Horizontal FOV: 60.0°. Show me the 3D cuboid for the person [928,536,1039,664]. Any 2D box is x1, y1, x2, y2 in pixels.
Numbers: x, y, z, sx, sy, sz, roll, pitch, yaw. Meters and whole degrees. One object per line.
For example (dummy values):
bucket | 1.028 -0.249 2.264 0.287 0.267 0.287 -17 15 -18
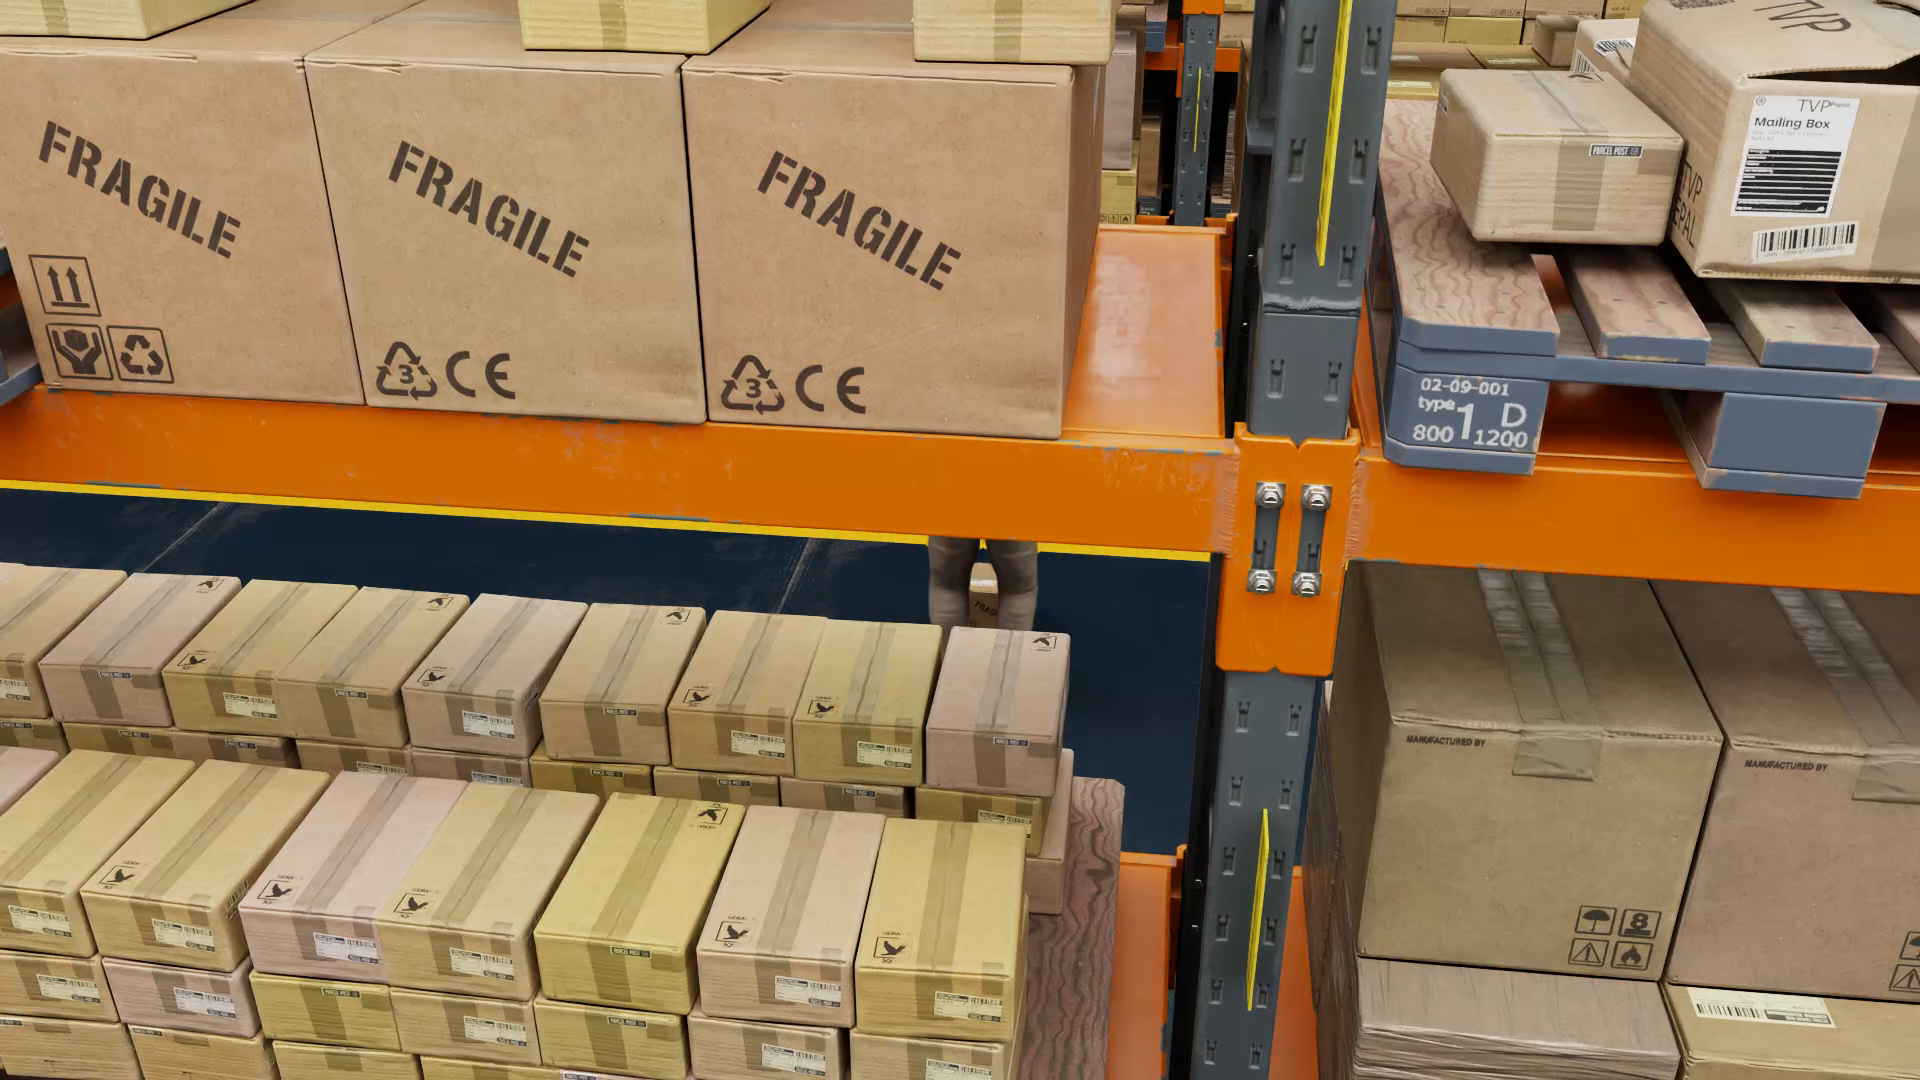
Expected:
person | 0.068 -0.128 6.407 0.538 1.712 0.361 4 28 7
